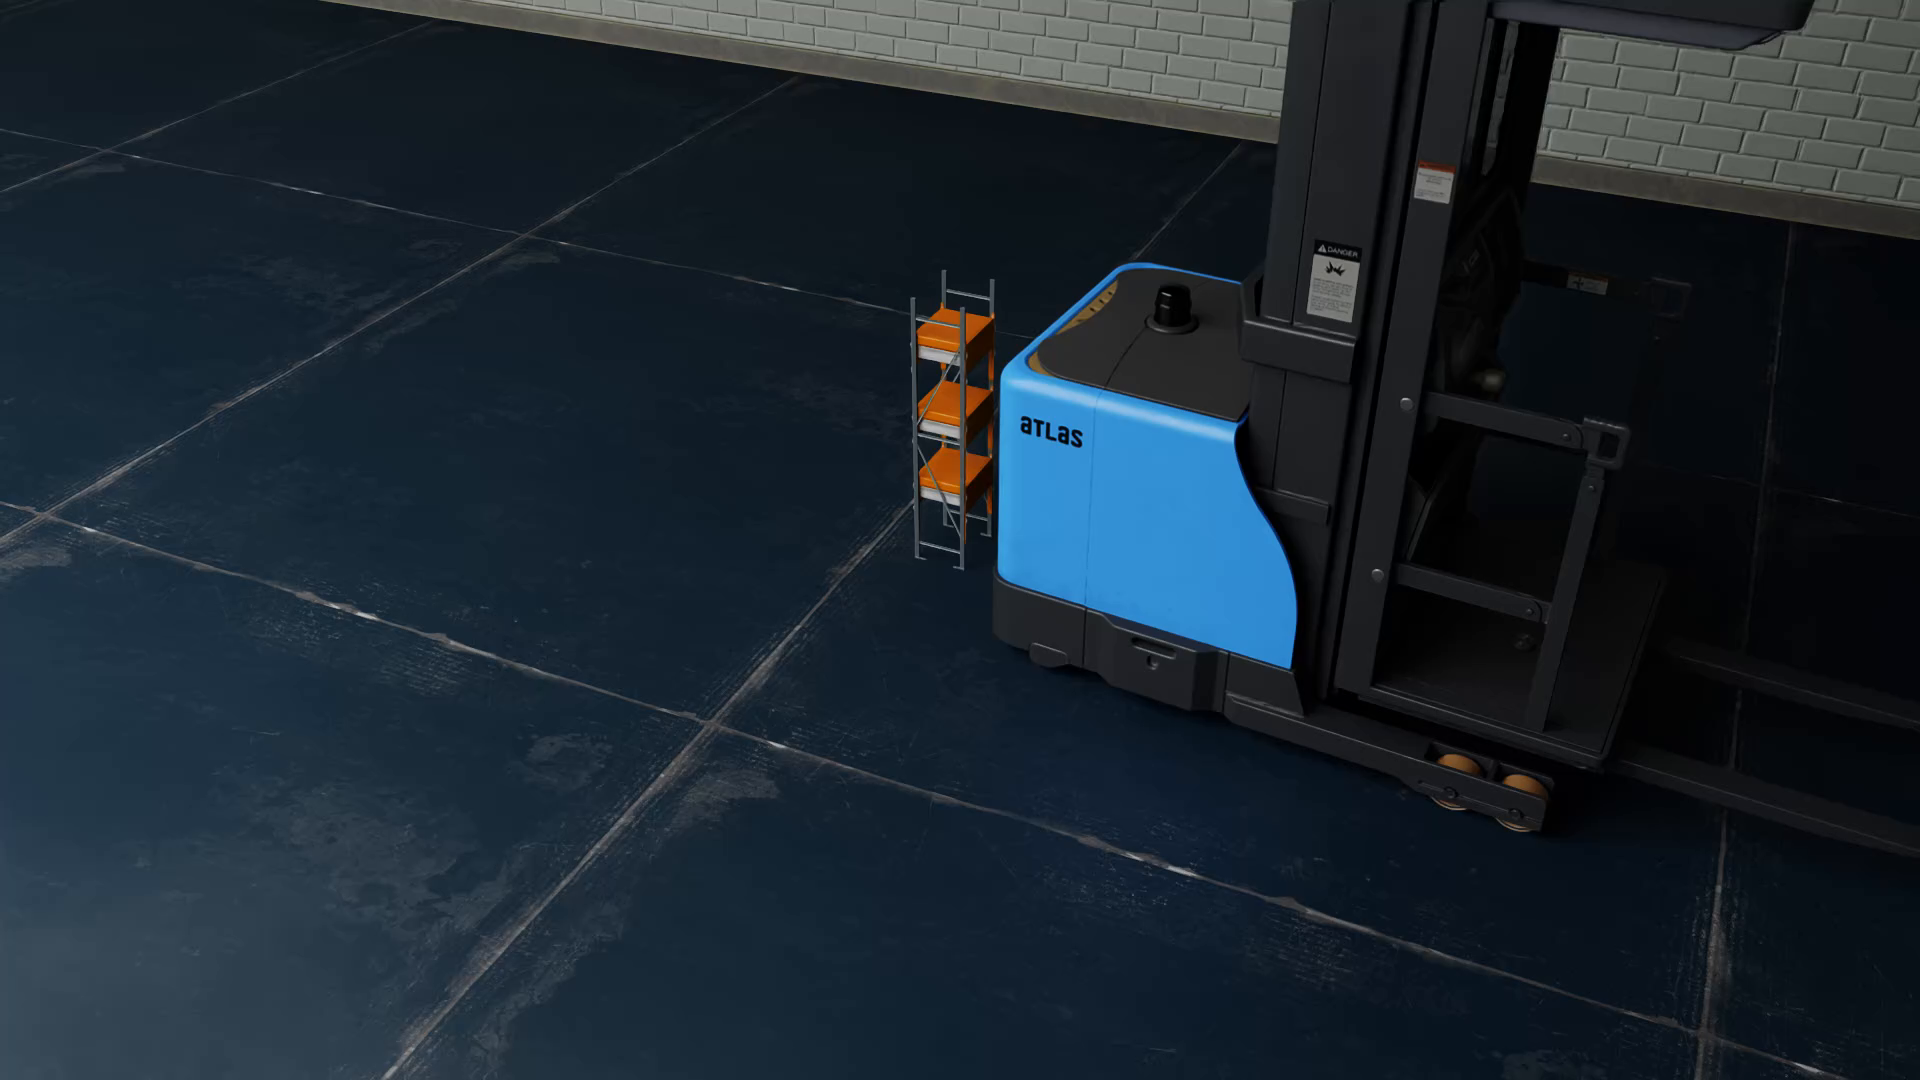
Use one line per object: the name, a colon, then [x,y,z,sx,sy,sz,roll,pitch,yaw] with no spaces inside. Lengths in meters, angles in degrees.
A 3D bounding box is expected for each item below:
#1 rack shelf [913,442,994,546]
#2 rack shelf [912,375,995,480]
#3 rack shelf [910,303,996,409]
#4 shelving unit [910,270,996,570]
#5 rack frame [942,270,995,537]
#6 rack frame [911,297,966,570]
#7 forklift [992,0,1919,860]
rack shelf: [-0.022,-0.171,6.080,0.215,0.259,0.240,14,36,20]
rack shelf: [-0.022,-0.404,5.927,0.215,0.259,0.240,14,36,20]
rack shelf: [-0.022,-0.641,5.772,0.215,0.259,0.240,14,36,20]
shelving unit: [-0.022,-0.412,5.921,0.215,1.050,0.252,14,36,20]
rack frame: [0.029,-0.473,6.014,0.200,1.050,0.008,14,36,20]
rack frame: [-0.073,-0.352,5.829,0.200,1.050,0.008,14,36,20]
forklift: [1.652,-0.696,4.638,3.031,2.935,1.130,17,37,24]
